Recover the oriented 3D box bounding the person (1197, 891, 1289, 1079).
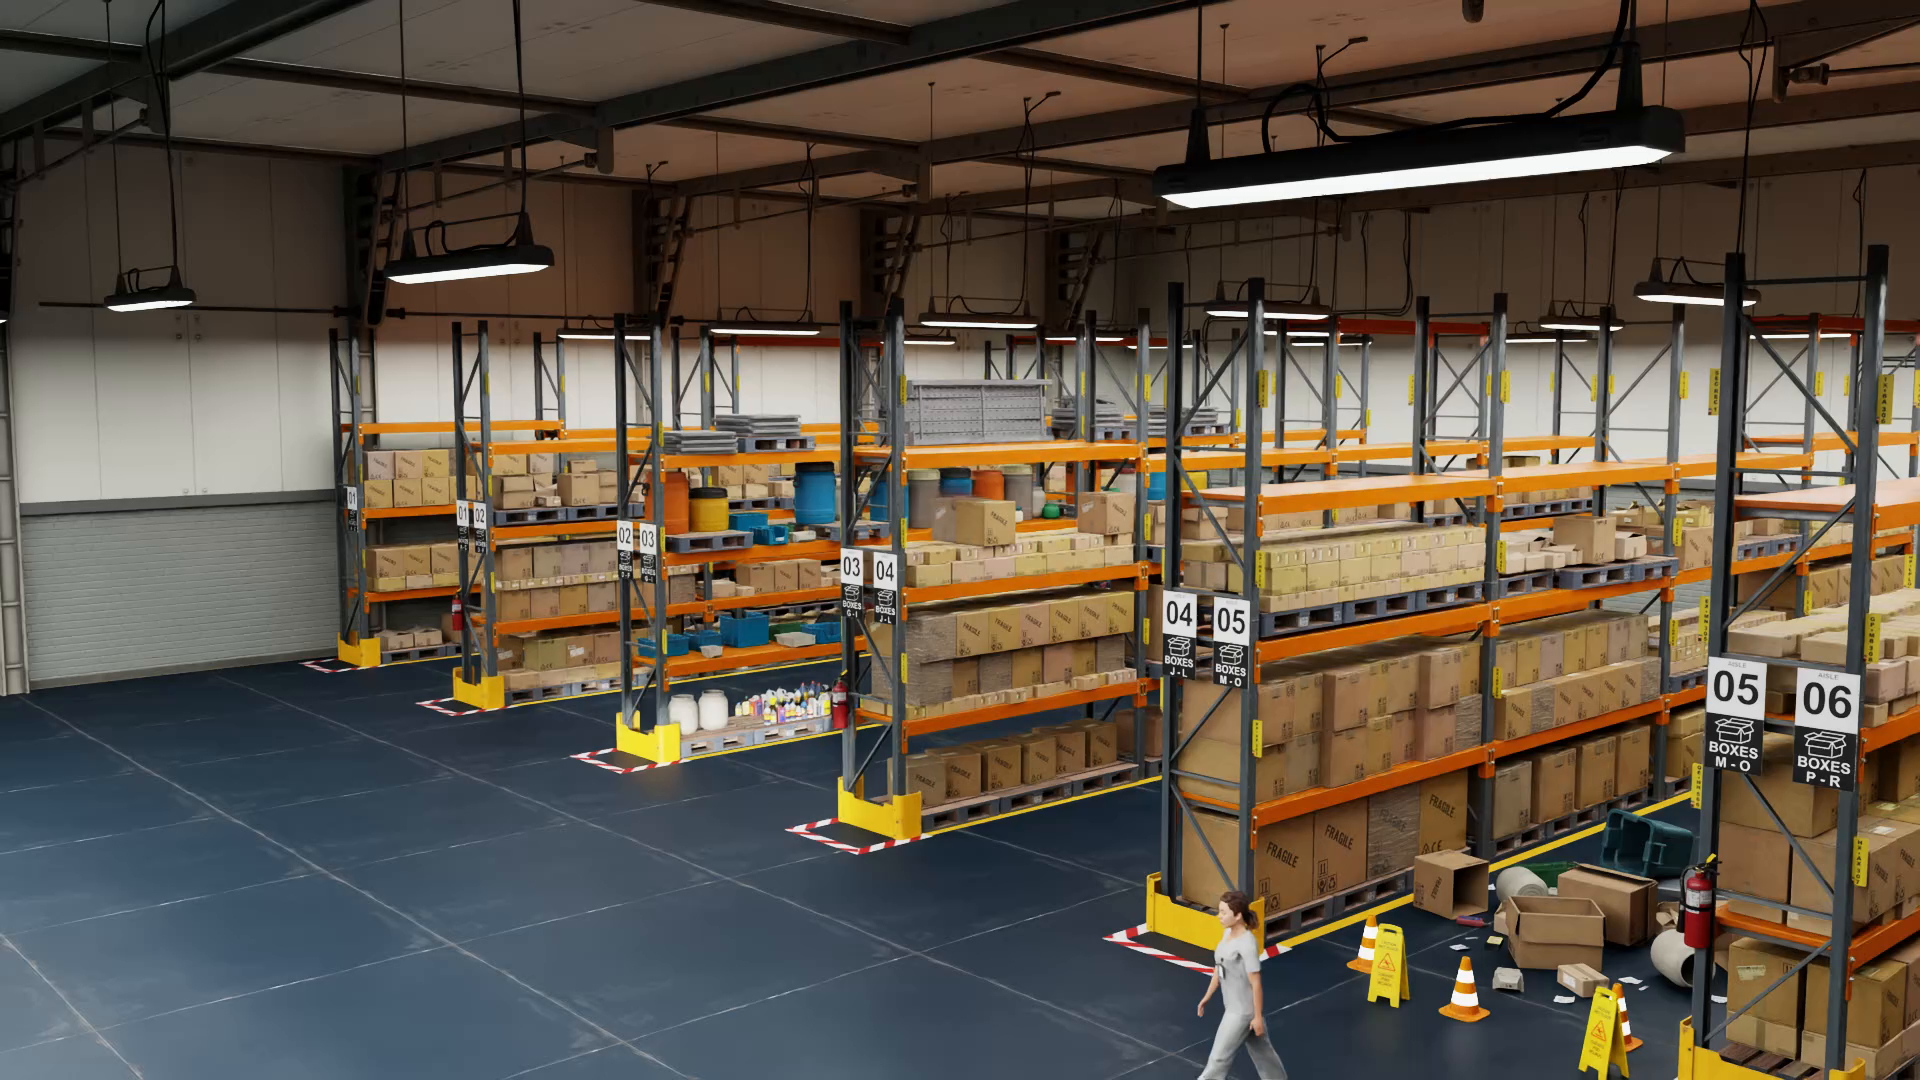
[{"bbox_3d":[1.838,3.207,11.429,1.036,1.621,0.465,0,6,-3],"label":"person"}]
